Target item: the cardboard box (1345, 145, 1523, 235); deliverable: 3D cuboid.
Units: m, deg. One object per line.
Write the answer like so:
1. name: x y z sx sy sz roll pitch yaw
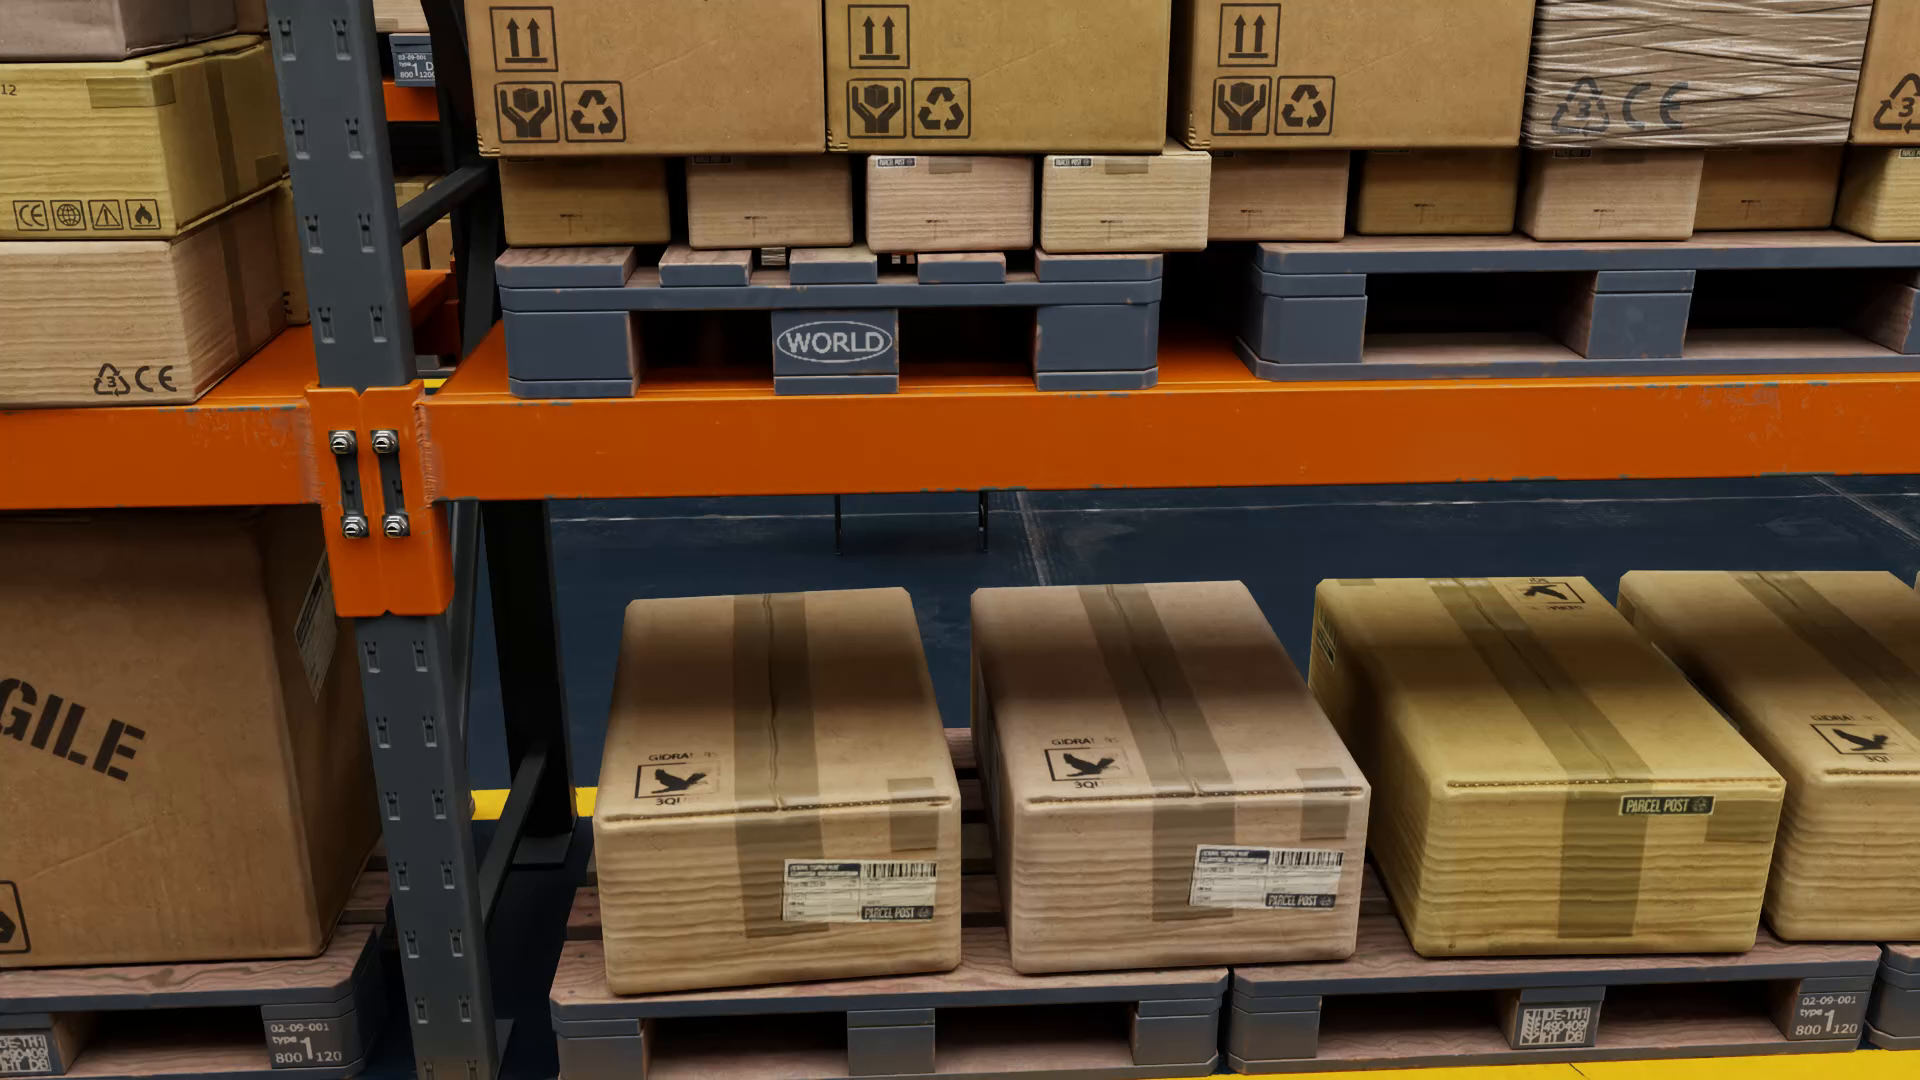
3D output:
1. cardboard box: 0.757 -0.623 2.806 0.250 0.149 0.380 0 21 -1

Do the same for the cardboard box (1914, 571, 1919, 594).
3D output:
1. cardboard box: 2.540 0.392 3.480 0.625 0.372 0.950 -1 21 -2

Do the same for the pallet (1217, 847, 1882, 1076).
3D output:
1. pallet: 1.065 0.694 3.503 1.213 0.211 1.003 -1 21 -3

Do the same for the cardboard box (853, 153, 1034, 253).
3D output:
1. cardboard box: -0.035 -0.573 2.673 0.250 0.149 0.380 -3 21 -7

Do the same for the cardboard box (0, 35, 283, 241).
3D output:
1. cardboard box: -1.399 -0.634 2.579 0.500 0.250 0.500 -1 21 -3

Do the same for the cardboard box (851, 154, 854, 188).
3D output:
1. cardboard box: -0.104 -0.792 3.248 0.250 0.149 0.380 -1 21 -4

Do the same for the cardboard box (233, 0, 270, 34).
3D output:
1. cardboard box: -1.436 -1.161 2.910 0.500 0.500 0.500 -2 21 -5

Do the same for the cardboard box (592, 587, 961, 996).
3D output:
1. cardboard box: -0.365 0.453 3.318 0.625 0.372 0.950 -3 21 -7

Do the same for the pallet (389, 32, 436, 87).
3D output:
1. pallet: -1.890 -2.205 7.468 1.003 0.211 1.213 -1 21 -3

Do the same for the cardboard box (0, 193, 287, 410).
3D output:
1. cardboard box: -1.420 -0.398 2.661 0.500 0.250 0.500 -2 21 -5

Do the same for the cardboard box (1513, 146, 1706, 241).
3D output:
1. cardboard box: 1.021 -0.606 2.759 0.250 0.149 0.380 -1 21 -1

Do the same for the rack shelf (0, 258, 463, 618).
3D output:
1. rack shelf: -2.927 -0.194 2.925 4.000 0.370 1.077 -1 21 -3

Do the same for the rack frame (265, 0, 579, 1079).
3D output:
1. rack frame: -0.930 -0.571 2.904 0.127 3.000 1.000 -1 21 -3

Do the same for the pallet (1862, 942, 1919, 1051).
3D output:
1. pallet: 2.286 0.668 3.571 1.213 0.211 1.003 -1 21 -3

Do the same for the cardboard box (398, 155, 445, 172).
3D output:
1. cardboard box: -2.543 -1.763 8.048 0.250 0.149 0.380 -2 21 -6

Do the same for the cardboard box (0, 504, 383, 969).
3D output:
1. cardboard box: -1.624 0.211 3.248 0.875 0.875 0.875 -1 21 -4

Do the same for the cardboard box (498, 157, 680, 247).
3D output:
1. cardboard box: -0.595 -0.590 2.718 0.250 0.149 0.380 -2 21 -6

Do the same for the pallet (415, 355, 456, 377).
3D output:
1. pallet: -1.965 -1.029 8.027 1.213 0.211 1.003 -1 21 -3

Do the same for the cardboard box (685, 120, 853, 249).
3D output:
1. cardboard box: -0.311 -0.584 2.702 0.250 0.149 0.380 -2 21 -6

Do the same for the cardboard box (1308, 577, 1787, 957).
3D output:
1. cardboard box: 1.128 0.422 3.400 0.625 0.372 0.950 0 21 -1

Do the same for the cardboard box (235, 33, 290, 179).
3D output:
1. cardboard box: -1.450 -0.812 3.045 0.500 0.250 0.500 -1 21 -3

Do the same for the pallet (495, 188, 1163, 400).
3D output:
1. pallet: -0.225 -0.533 3.075 1.003 0.211 1.213 -1 21 -3

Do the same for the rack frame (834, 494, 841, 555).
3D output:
1. rack frame: -0.409 -0.552 5.386 0.015 1.200 0.240 -1 21 -3

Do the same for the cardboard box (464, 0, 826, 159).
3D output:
1. cardboard box: -0.468 -0.880 2.567 0.500 0.500 0.500 -2 21 -5

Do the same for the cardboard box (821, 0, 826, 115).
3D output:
1. cardboard box: -0.492 -1.061 3.042 0.500 0.500 0.500 -2 21 -5

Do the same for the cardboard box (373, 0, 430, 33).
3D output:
1. cardboard box: -2.252 -2.324 7.129 0.500 0.250 0.500 -2 21 -6

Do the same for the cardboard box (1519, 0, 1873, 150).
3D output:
1. cardboard box: 1.082 -0.913 2.655 0.500 0.500 0.500 -2 21 -5

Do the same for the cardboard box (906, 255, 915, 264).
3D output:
1. cardboard box: 0.058 -1.444 7.946 0.625 0.625 0.875 0 21 -1

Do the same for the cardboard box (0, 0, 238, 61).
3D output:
1. cardboard box: -1.431 -0.981 2.437 0.500 0.500 0.500 -2 21 -5

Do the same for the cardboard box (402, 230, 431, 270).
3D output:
1. cardboard box: -2.650 -1.259 7.635 0.500 0.500 0.500 0 21 -1

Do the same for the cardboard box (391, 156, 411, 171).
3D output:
1. cardboard box: -2.801 -1.741 7.988 0.250 0.149 0.380 -2 21 -4

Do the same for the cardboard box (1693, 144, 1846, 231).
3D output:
1. cardboard box: 1.277 -0.638 2.843 0.250 0.149 0.380 -2 21 -5

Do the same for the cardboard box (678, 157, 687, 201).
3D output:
1. cardboard box: -0.616 -0.740 3.111 0.250 0.149 0.380 0 21 -1

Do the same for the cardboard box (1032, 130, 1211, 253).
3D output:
1. cardboard box: 0.241 -0.571 2.669 0.250 0.149 0.380 -1 21 -3

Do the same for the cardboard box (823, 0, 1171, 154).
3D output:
1. cardboard box: 0.052 -0.893 2.601 0.500 0.500 0.500 0 21 0

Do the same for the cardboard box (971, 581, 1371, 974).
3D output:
1. cardboard box: 0.371 0.435 3.364 0.625 0.372 0.950 -2 21 -4

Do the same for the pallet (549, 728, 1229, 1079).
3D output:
1. pallet: -0.150 0.717 3.440 1.213 0.211 1.003 -1 21 -3

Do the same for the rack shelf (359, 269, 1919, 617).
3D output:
1. rack shelf: 1.067 -0.275 3.139 4.000 0.370 1.077 -1 21 -3

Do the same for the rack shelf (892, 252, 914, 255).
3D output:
1. rack shelf: -0.165 -0.925 5.259 0.480 0.148 0.258 -1 21 -3

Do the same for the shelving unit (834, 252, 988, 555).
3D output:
1. shelving unit: -0.165 -0.557 5.399 0.503 1.200 0.258 -1 21 -3

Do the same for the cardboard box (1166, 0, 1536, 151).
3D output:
1. cardboard box: 0.582 -0.906 2.636 0.500 0.500 0.500 -1 21 -2

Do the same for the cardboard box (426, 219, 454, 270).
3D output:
1. cardboard box: -2.127 -1.270 7.665 0.500 0.500 0.500 -1 21 -4

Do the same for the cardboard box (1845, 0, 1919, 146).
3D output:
1. cardboard box: 1.605 -0.924 2.684 0.500 0.500 0.500 0 21 -1

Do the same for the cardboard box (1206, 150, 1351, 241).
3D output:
1. cardboard box: 0.477 -0.604 2.754 0.250 0.149 0.380 0 21 0

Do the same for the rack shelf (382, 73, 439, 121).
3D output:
1. rack shelf: -3.214 -1.957 7.556 4.000 0.370 1.077 -1 21 -3

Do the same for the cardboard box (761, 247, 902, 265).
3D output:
1. cardboard box: -0.594 -1.428 7.903 0.625 0.625 0.875 -1 21 -1

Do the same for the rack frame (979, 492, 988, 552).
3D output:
1. rack frame: 0.078 -0.562 5.412 0.015 1.200 0.240 -1 21 -3

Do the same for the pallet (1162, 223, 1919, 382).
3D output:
1. pallet: 1.044 -0.536 3.082 1.213 0.211 1.003 -1 21 -3

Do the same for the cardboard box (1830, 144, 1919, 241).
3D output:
1. cardboard box: 1.546 -0.607 2.761 0.250 0.149 0.380 -1 21 -3

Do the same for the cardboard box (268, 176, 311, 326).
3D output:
1. cardboard box: -1.433 -0.580 3.139 0.500 0.250 0.500 -2 21 -4

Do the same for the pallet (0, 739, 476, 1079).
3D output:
1. pallet: -1.722 0.722 3.428 1.213 0.211 1.003 -1 21 -3

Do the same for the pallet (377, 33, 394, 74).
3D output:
1. pallet: -3.158 -2.203 7.461 1.213 0.211 1.003 -1 21 -3

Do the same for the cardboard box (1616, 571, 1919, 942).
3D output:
1. cardboard box: 1.822 0.407 3.438 0.625 0.372 0.950 0 21 0

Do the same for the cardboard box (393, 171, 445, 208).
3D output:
1. cardboard box: -2.498 -1.570 7.539 0.250 0.149 0.380 -1 21 -1

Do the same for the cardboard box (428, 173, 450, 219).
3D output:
1. cardboard box: -2.232 -1.559 7.511 0.250 0.149 0.380 -2 21 -5
